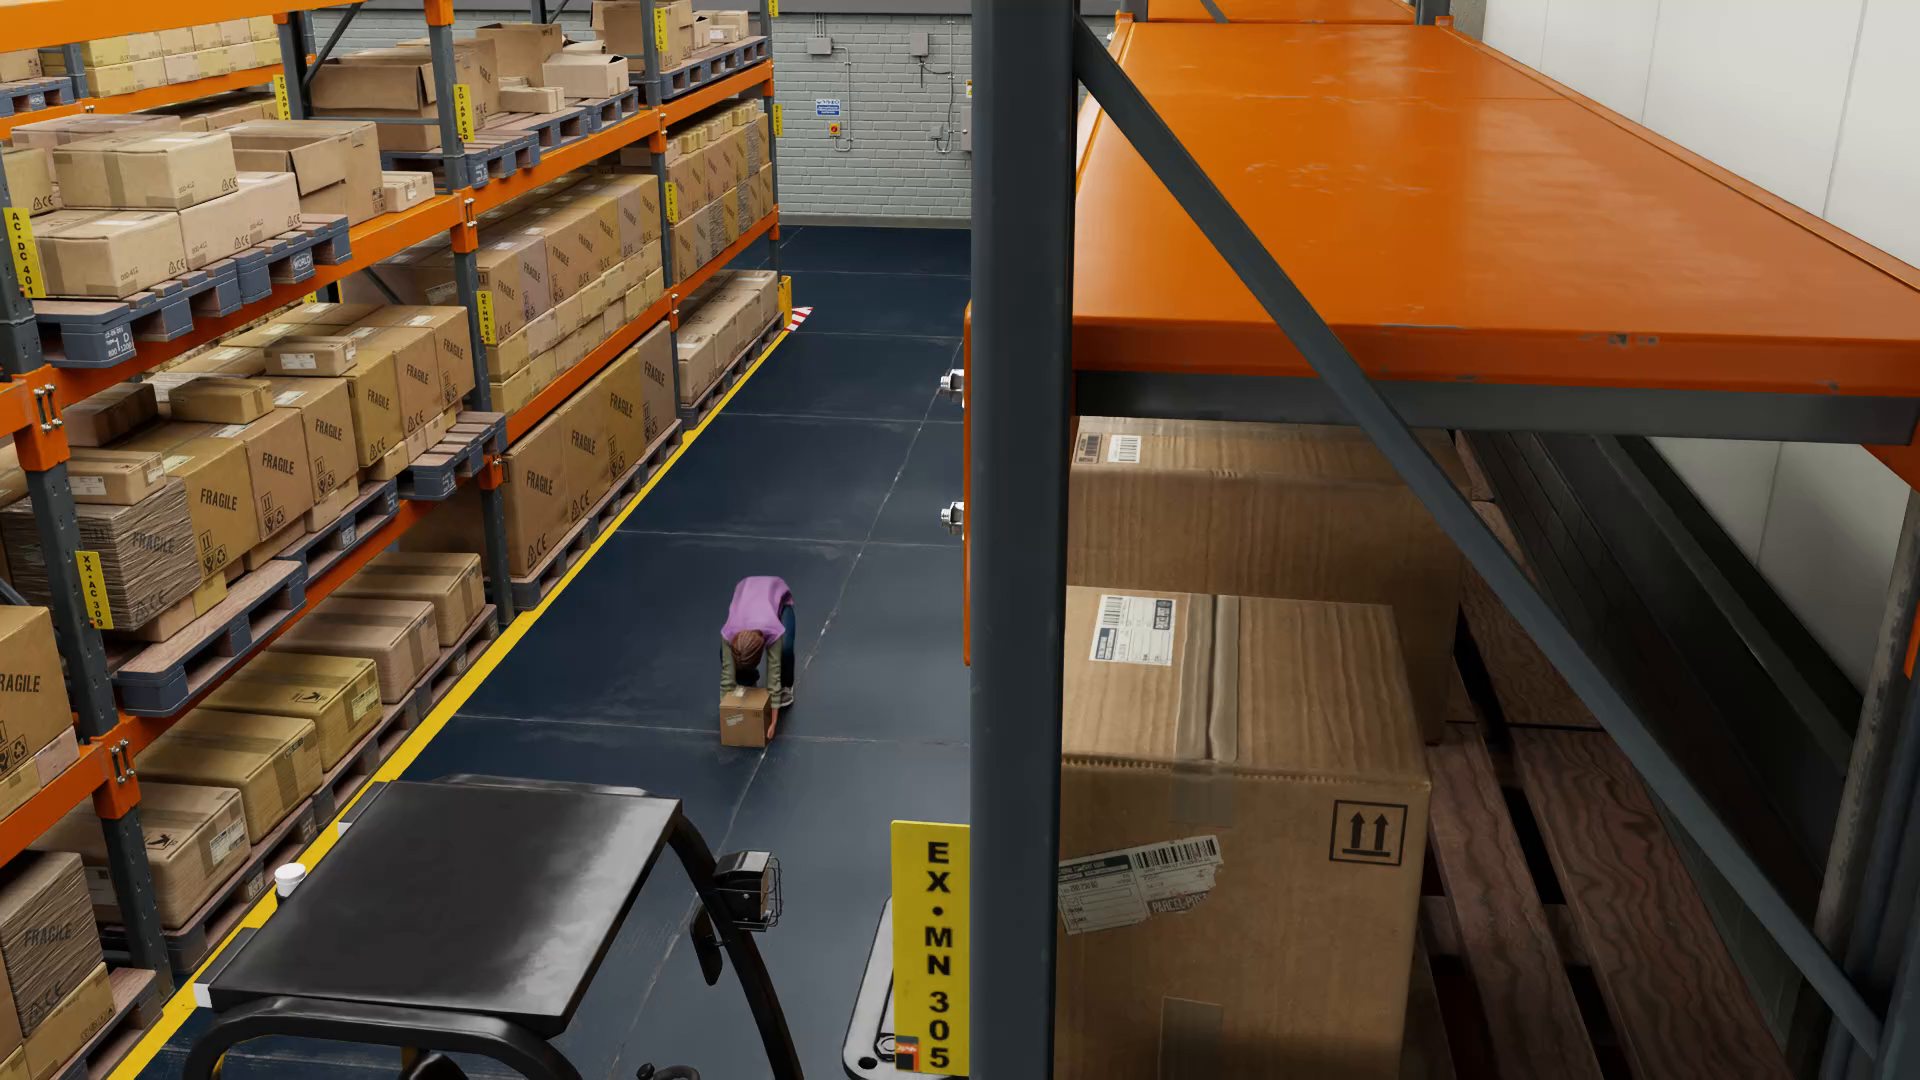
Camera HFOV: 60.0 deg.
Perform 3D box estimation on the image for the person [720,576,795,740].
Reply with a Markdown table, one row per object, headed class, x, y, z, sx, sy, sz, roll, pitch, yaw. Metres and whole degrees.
| class | x | y | z | sx | sy | sz | roll | pitch | yaw |
| --- | --- | --- | --- | --- | --- | --- | --- | --- | --- |
| person | -1.168 | 0.658 | 9.615 | 0.433 | 0.769 | 0.871 | 2 | 22 | 5 |
